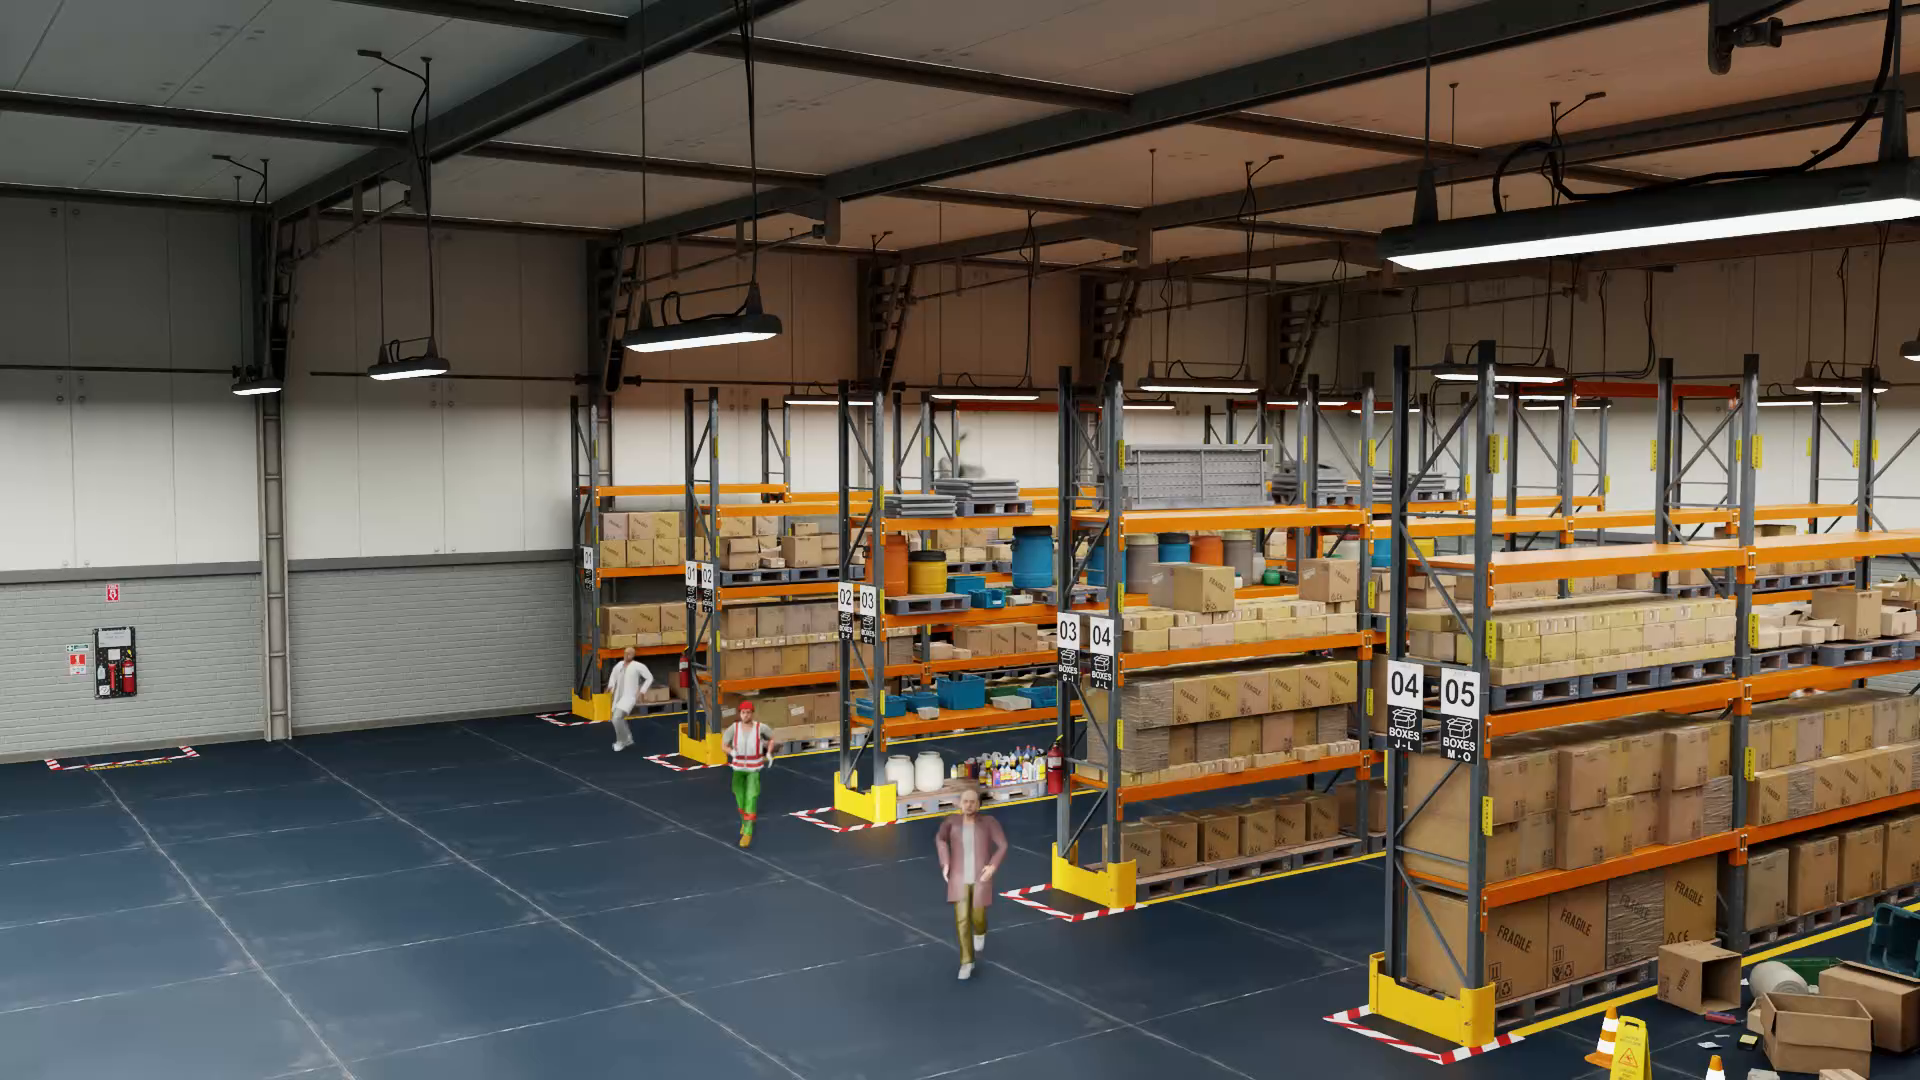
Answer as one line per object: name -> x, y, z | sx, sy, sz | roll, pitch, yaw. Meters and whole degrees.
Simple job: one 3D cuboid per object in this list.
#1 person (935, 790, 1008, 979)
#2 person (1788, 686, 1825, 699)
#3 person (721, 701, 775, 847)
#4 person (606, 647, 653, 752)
person -> 0.108, 3.315, 16.308 | 0.727, 1.769, 0.895 | 0, 3, 4
person -> 12.253, 2.797, 24.048 | 0.920, 1.809, 0.648 | -3, 5, -42
person -> -2.740, 2.955, 21.340 | 0.665, 1.795, 0.885 | 0, 3, 4
person -> -5.524, 2.647, 27.593 | 0.774, 1.763, 0.683 | 2, 4, 34
